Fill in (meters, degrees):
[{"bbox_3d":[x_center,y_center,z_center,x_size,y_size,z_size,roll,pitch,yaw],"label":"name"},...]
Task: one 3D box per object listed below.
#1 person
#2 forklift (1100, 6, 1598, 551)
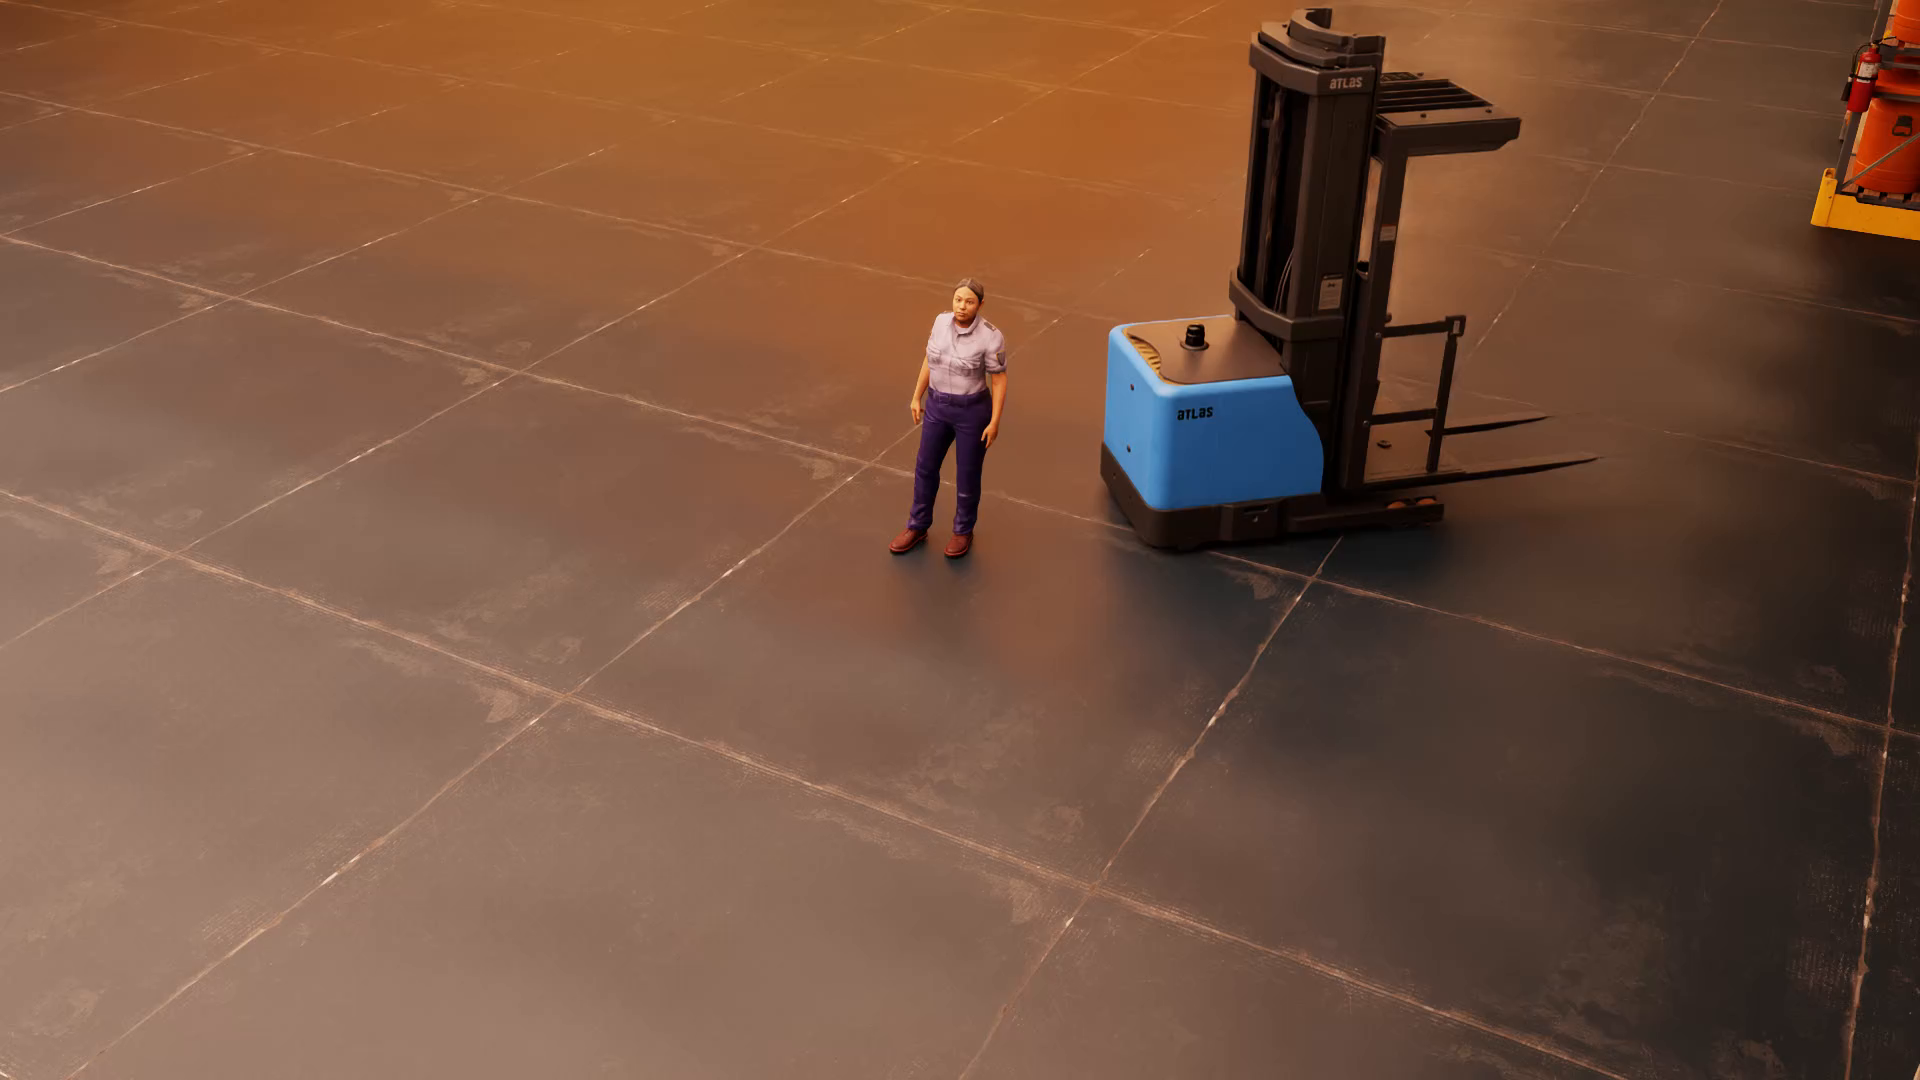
[{"bbox_3d":[-0.064,-0.686,9.529,0.598,1.651,0.502,15,33,25],"label":"person"},{"bbox_3d":[2.465,-1.583,9.814,3.031,2.935,1.130,-7,31,-11],"label":"forklift"}]
